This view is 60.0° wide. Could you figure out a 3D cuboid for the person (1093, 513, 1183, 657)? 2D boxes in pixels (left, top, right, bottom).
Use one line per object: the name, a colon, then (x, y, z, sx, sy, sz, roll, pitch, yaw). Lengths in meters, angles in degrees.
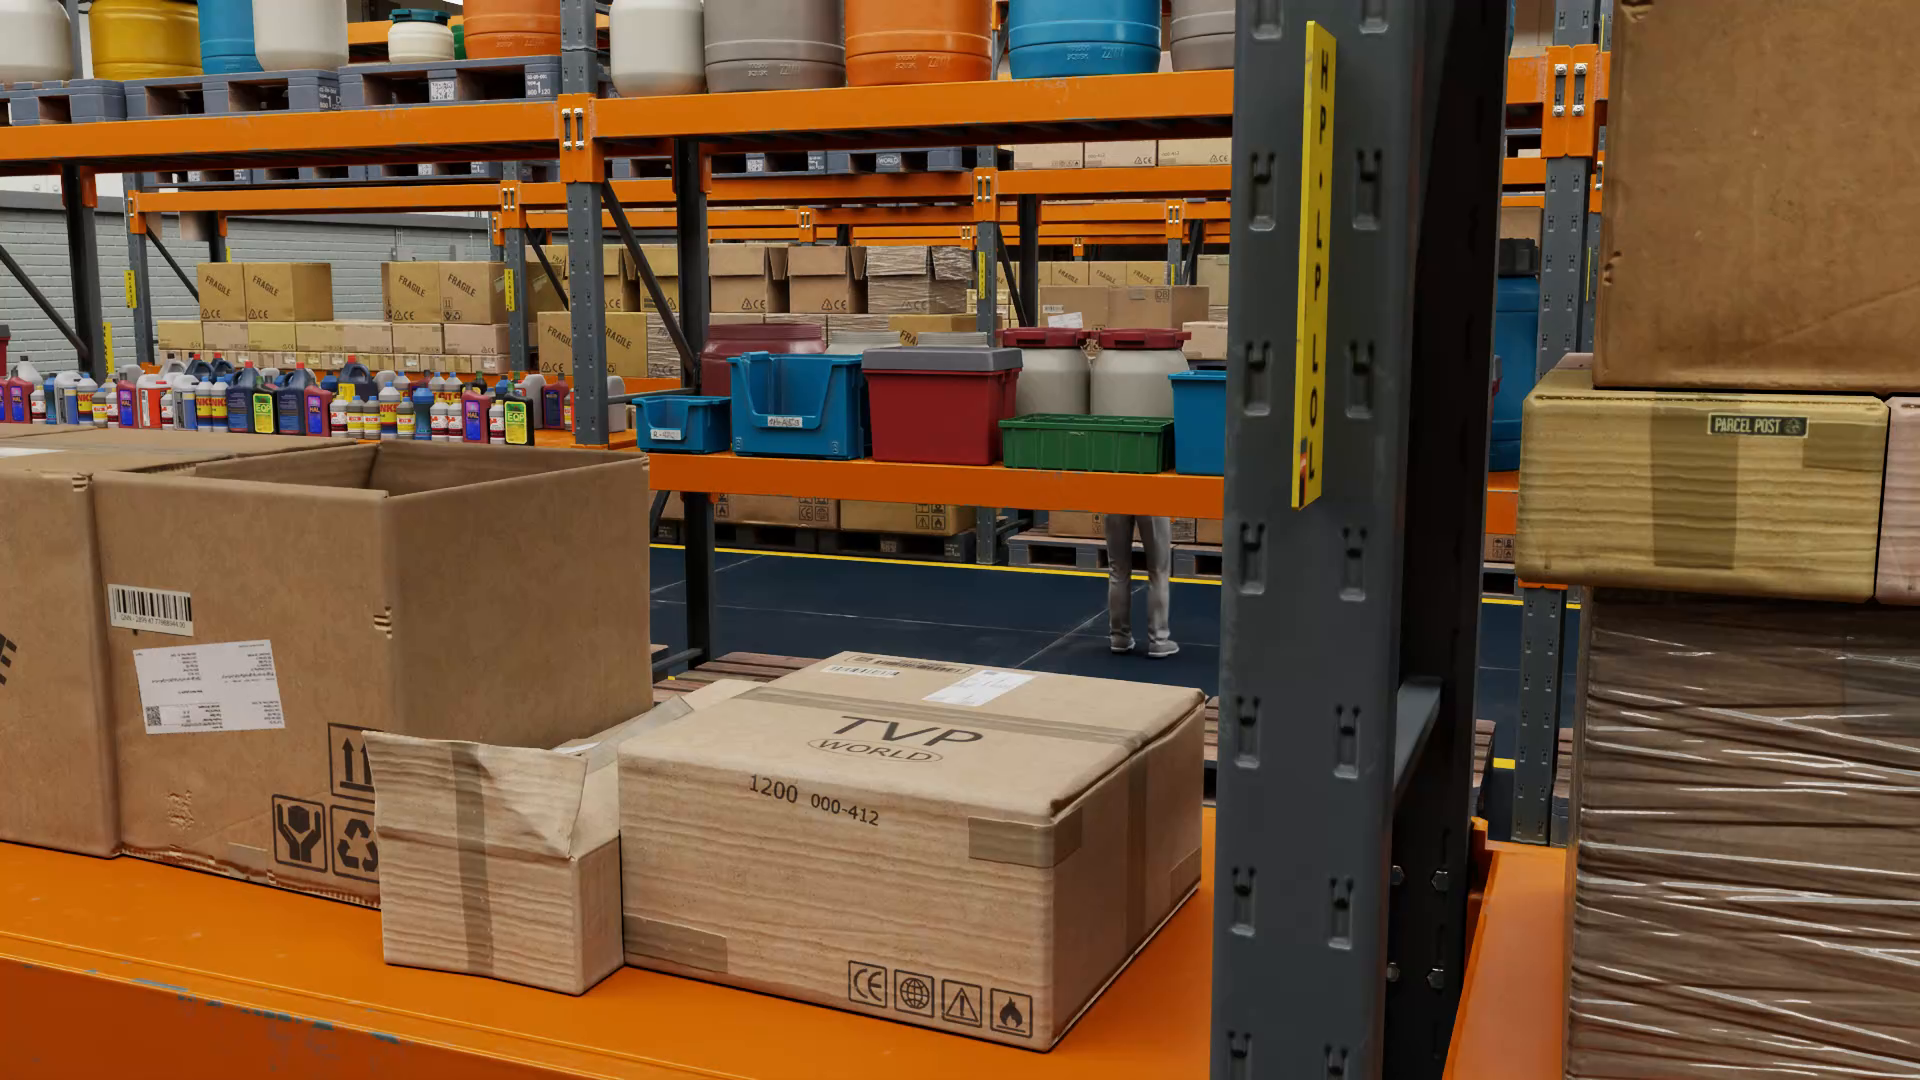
person: (0.967, -0.196, 9.108, 0.529, 1.664, 0.403, 3, 9, 21)
